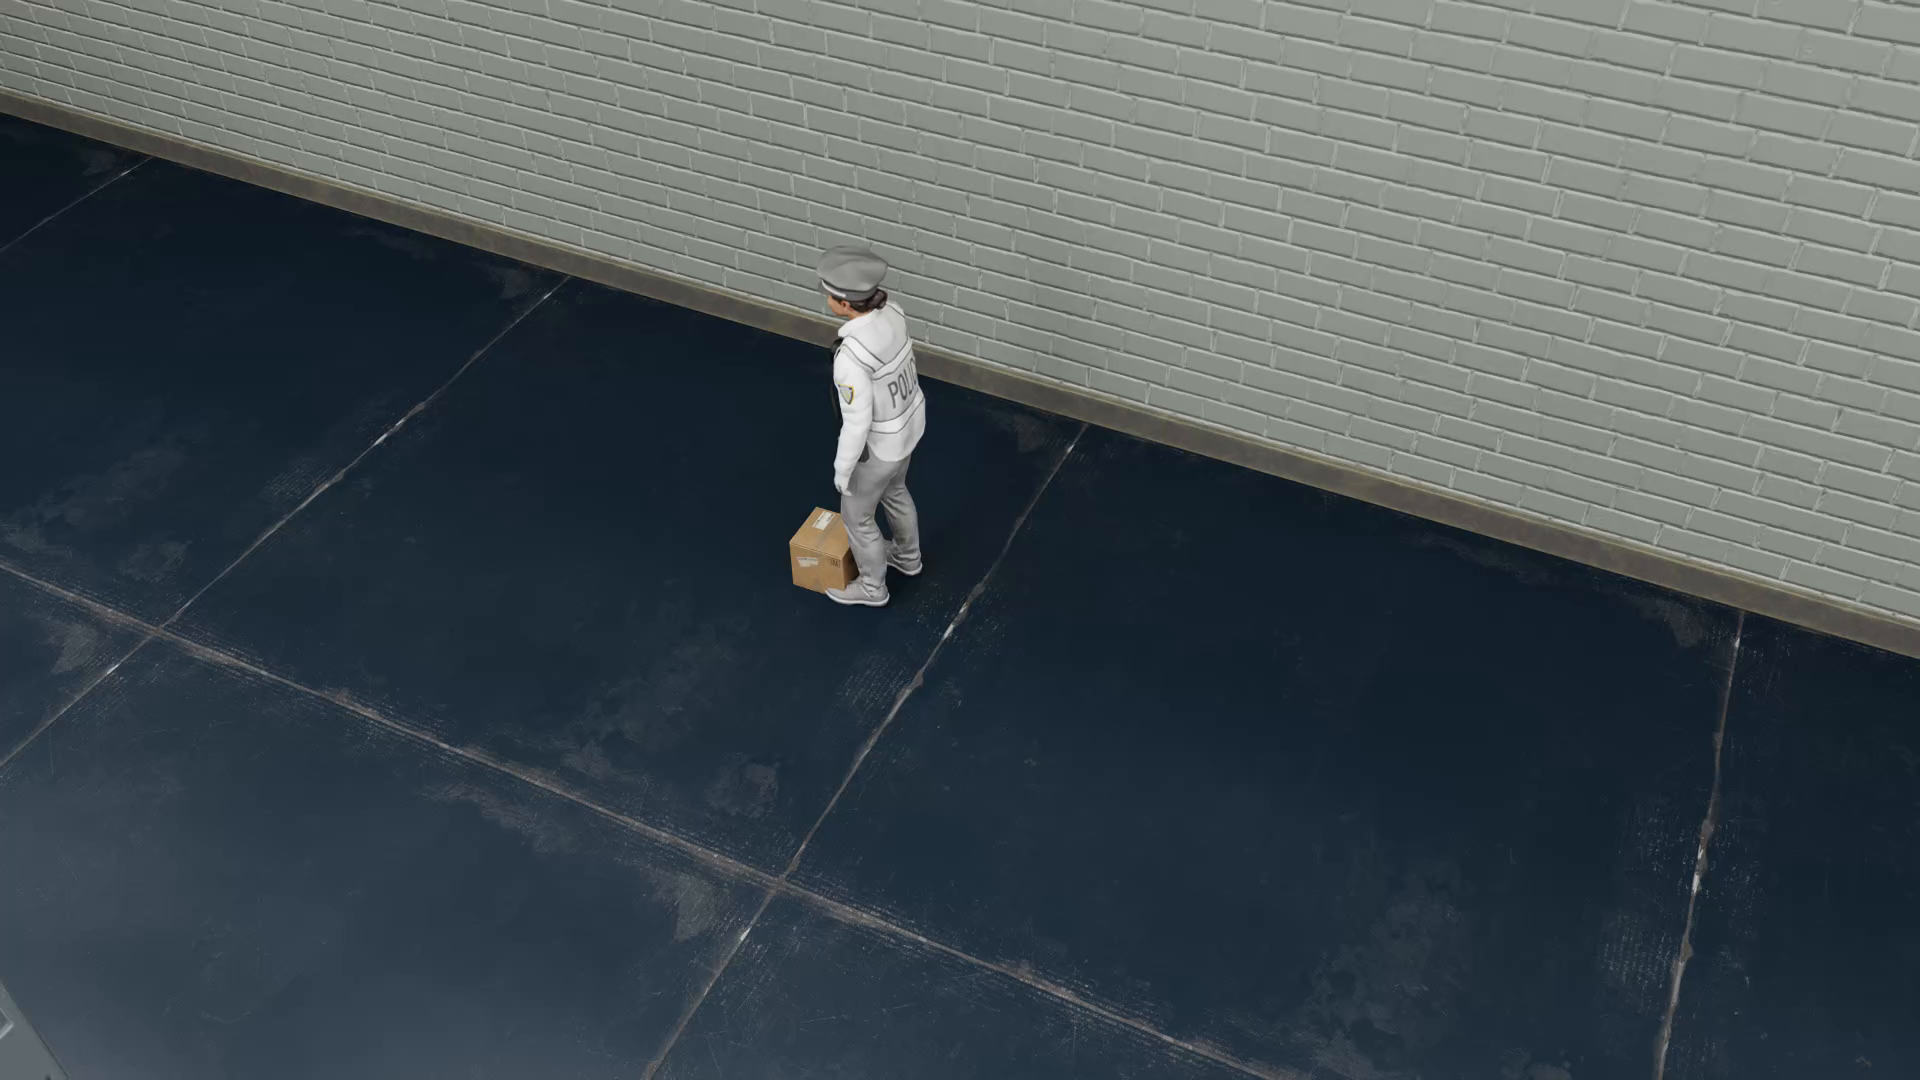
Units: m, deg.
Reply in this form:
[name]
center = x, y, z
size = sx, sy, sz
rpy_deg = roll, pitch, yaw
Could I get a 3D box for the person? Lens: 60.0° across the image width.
[person]
center = -0.355, -0.404, 6.602
size = 0.405, 1.663, 0.539
rpy_deg = 16, 45, 17
